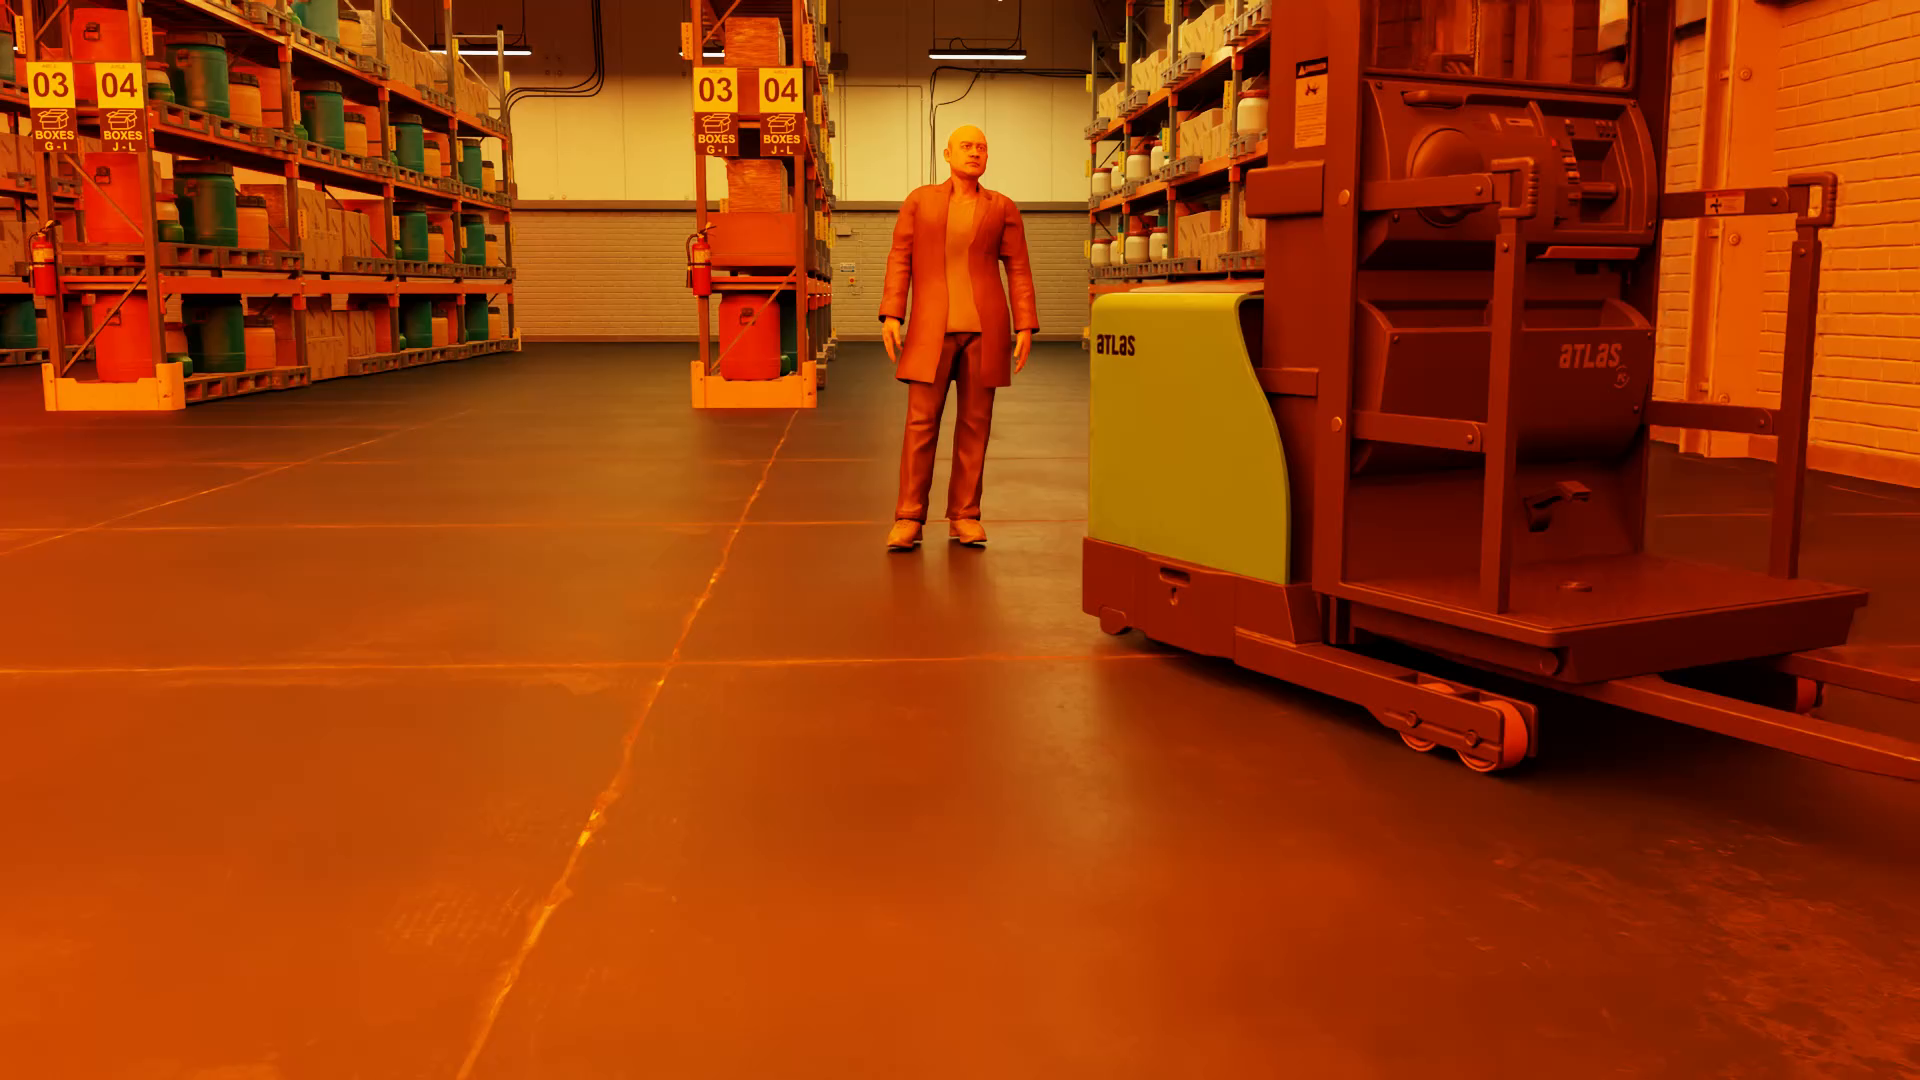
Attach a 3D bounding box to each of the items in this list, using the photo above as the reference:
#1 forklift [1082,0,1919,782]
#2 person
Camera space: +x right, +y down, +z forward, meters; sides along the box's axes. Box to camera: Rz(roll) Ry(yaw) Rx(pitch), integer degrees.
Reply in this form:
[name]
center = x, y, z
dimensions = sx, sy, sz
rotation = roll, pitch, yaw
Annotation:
[forklift]
center = 1.518, -0.997, 4.048
dimensions = 1.130, 2.935, 3.031
rotation = -4, 10, -27
[person]
center = 0.001, -0.873, 7.088
dimensions = 0.696, 1.776, 0.582
rotation = -1, 8, -4
